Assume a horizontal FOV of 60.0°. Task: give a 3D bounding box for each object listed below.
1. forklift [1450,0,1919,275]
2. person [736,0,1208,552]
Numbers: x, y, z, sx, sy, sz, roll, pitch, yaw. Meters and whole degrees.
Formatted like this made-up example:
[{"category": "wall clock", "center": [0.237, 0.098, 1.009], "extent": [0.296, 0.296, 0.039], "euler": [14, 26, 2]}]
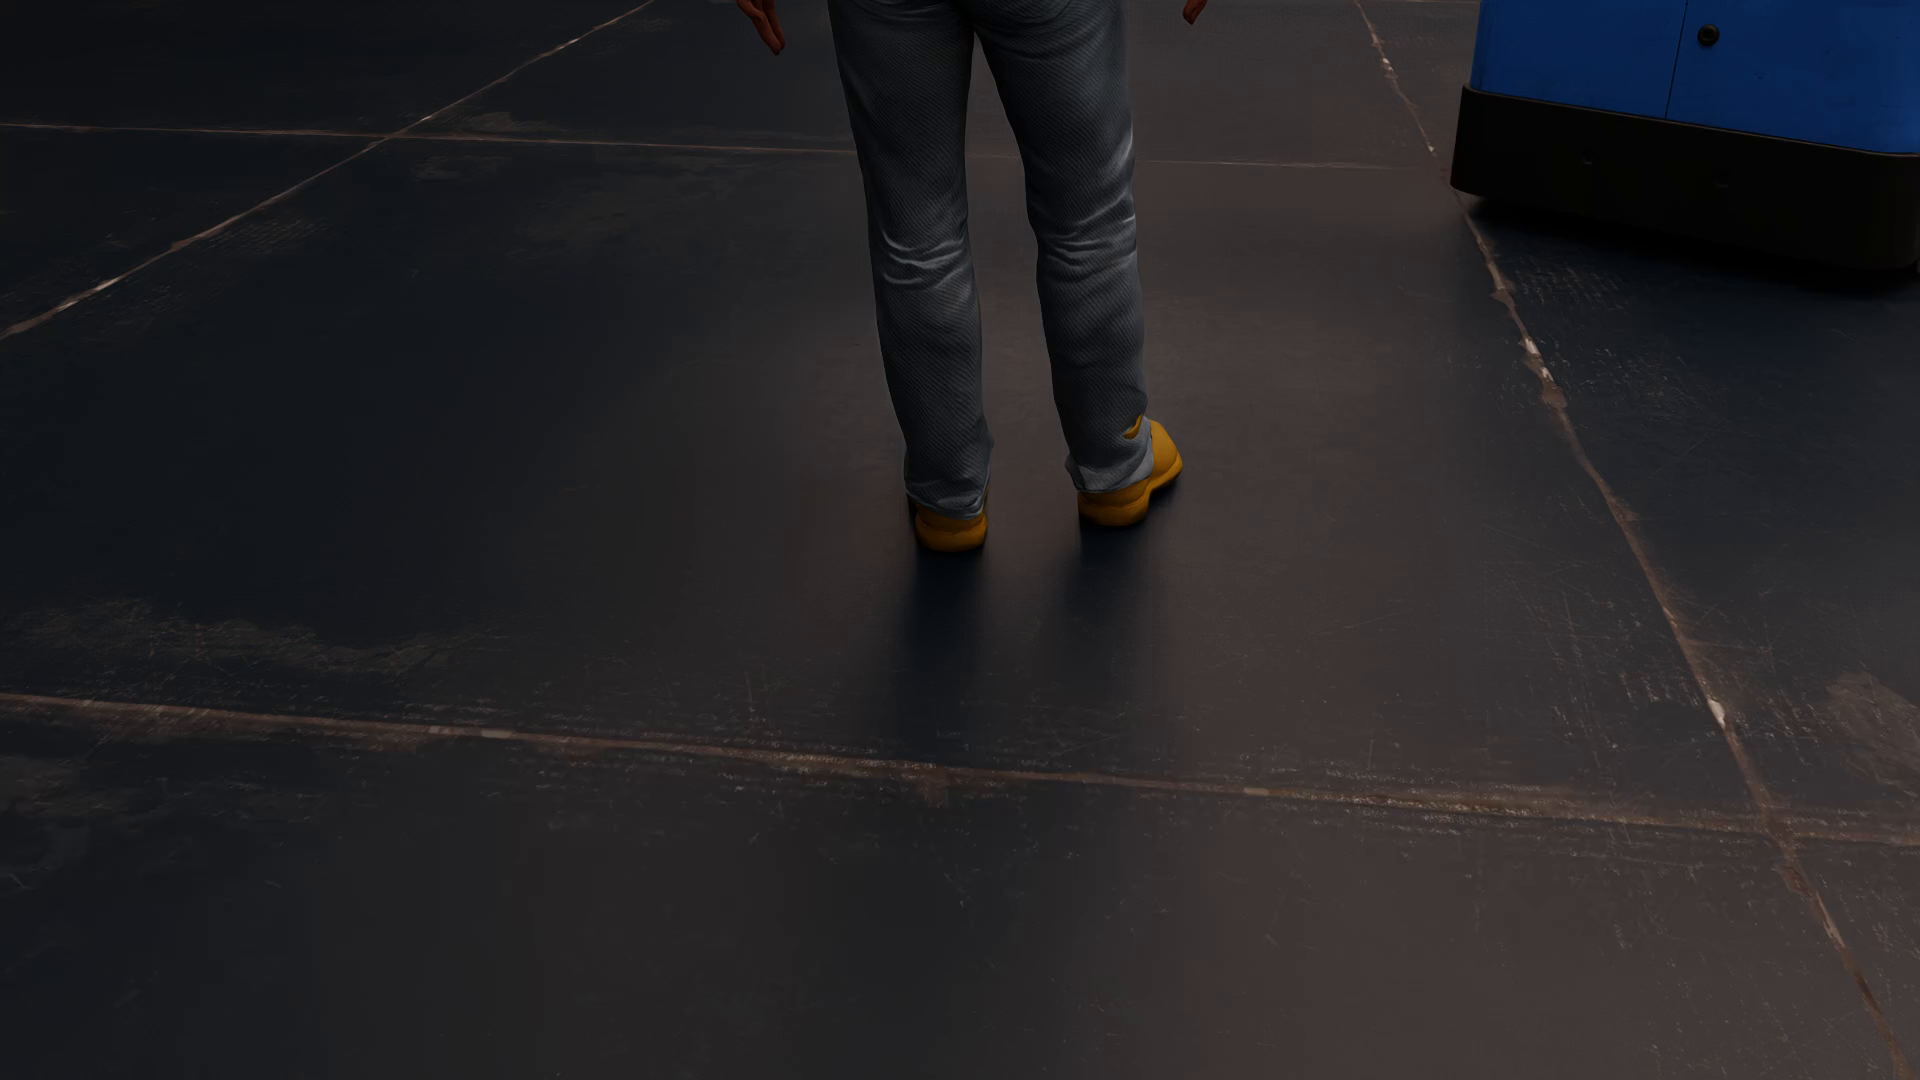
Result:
[{"category": "forklift", "center": [2.585, -2.439, 4.106], "extent": [1.130, 2.935, 3.031], "euler": [23, 35, 38]}, {"category": "person", "center": [0.016, -0.827, 2.163], "extent": [0.665, 1.765, 0.577], "euler": [3, 27, 7]}]
